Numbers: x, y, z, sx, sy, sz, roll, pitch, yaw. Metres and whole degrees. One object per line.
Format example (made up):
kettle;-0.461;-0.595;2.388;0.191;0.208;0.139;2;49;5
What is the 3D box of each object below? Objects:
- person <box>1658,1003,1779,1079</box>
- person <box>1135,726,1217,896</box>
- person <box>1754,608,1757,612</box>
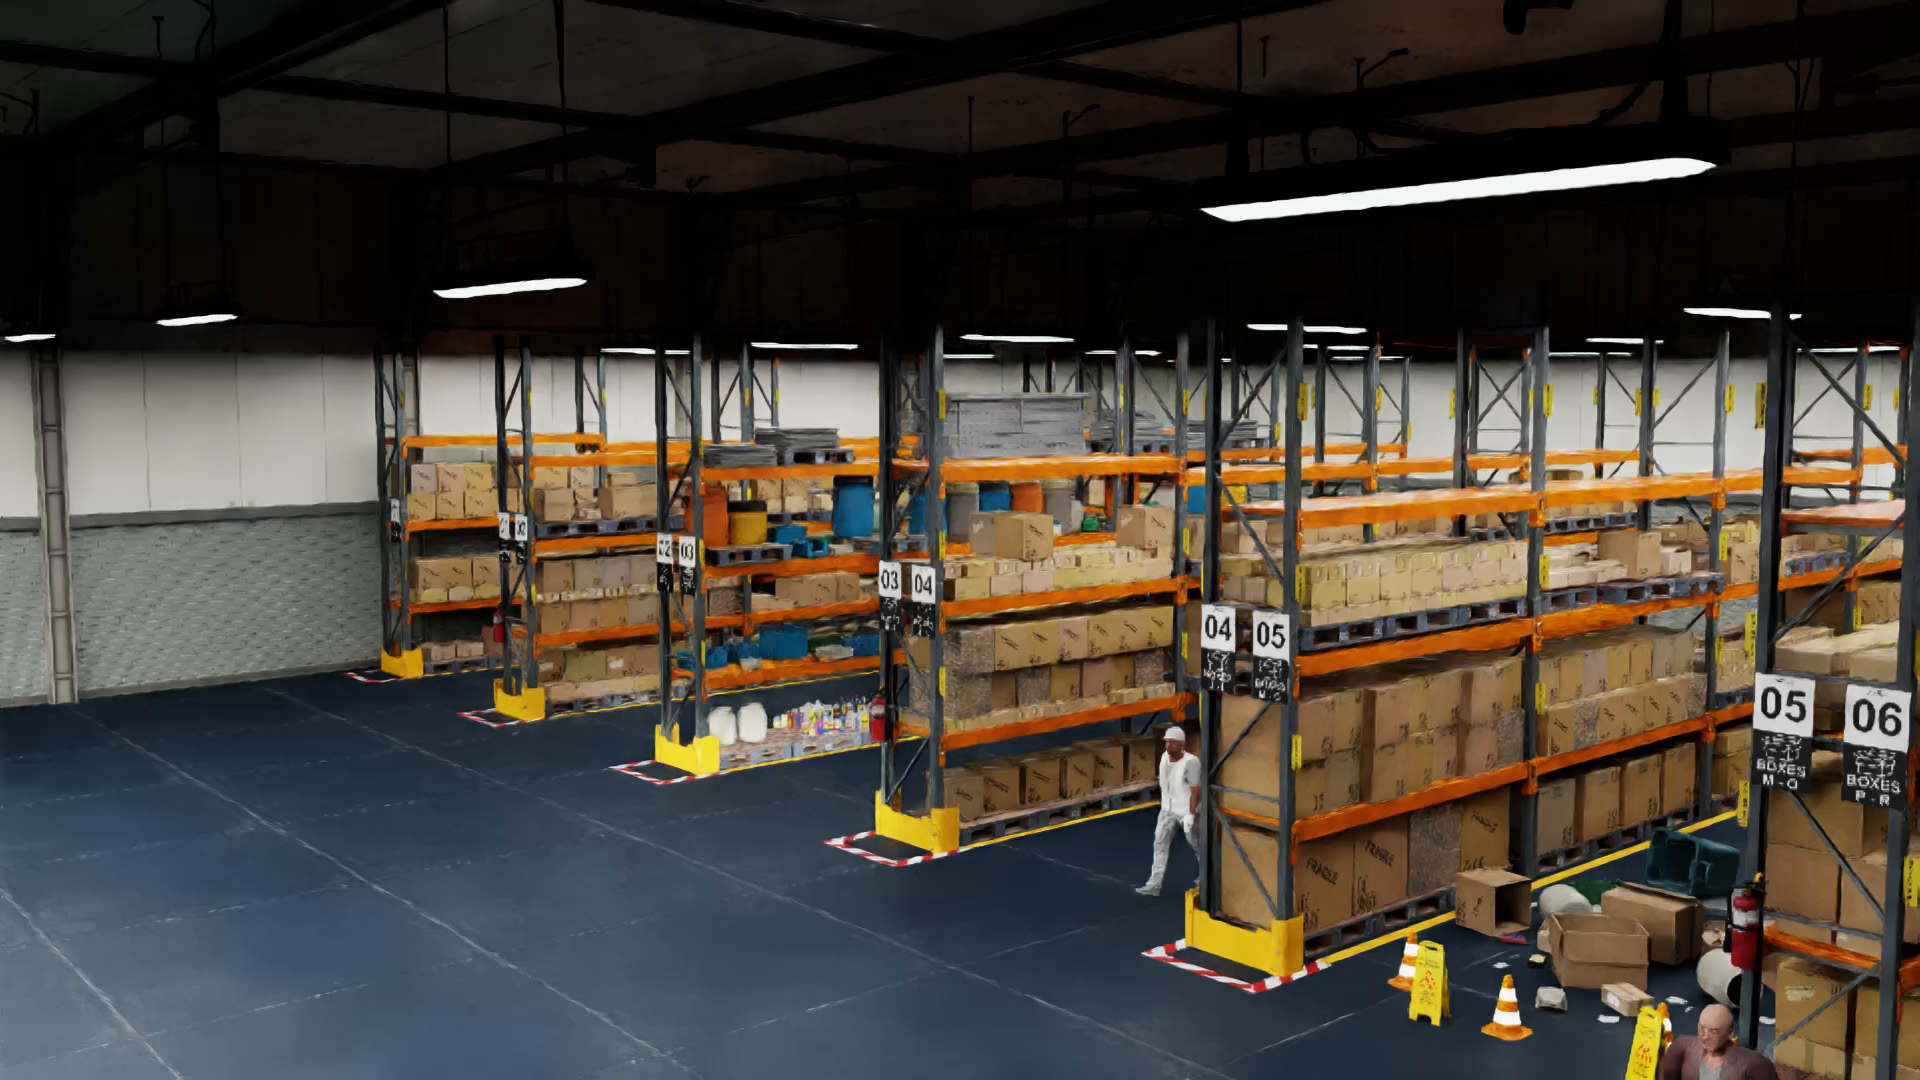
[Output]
person;4.321;3.447;9.466;0.546;1.733;0.729;-5;7;-42
person;2.235;2.757;16.978;1.042;1.733;0.577;-5;7;-42
person;13.769;1.722;28.319;1.194;1.698;0.598;-4;7;-39
